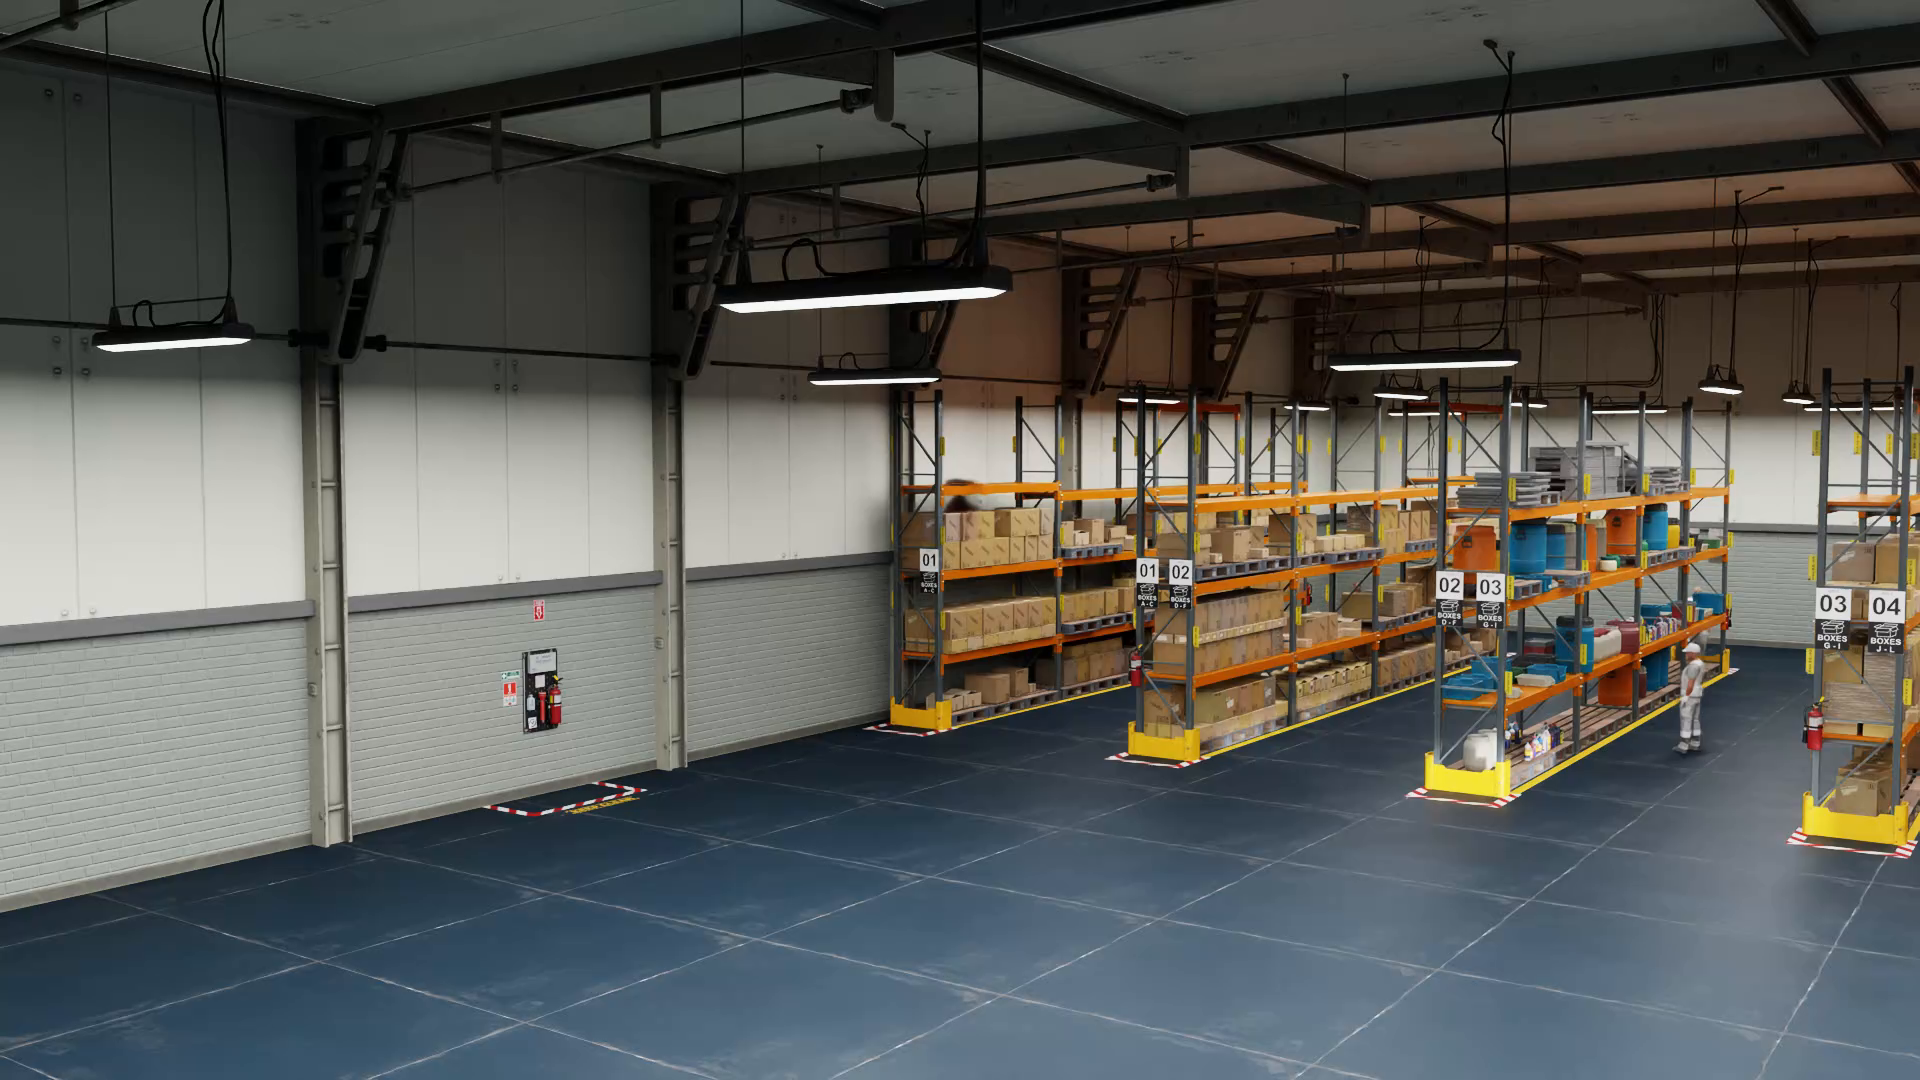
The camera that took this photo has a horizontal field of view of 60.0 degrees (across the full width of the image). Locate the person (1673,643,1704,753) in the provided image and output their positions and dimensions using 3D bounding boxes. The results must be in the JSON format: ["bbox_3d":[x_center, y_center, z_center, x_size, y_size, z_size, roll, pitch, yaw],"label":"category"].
[{"bbox_3d":[11.918,2.581,27.194,0.438,1.791,0.595,3,4,43],"label":"person"}]

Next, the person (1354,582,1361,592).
[{"bbox_3d":[9.653,1.889,40.174,0.570,1.746,0.559,-2,4,-28],"label":"person"}]

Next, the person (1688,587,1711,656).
[{"bbox_3d":[16.903,1.966,38.142,0.607,1.788,0.465,1,3,18],"label":"person"}]
